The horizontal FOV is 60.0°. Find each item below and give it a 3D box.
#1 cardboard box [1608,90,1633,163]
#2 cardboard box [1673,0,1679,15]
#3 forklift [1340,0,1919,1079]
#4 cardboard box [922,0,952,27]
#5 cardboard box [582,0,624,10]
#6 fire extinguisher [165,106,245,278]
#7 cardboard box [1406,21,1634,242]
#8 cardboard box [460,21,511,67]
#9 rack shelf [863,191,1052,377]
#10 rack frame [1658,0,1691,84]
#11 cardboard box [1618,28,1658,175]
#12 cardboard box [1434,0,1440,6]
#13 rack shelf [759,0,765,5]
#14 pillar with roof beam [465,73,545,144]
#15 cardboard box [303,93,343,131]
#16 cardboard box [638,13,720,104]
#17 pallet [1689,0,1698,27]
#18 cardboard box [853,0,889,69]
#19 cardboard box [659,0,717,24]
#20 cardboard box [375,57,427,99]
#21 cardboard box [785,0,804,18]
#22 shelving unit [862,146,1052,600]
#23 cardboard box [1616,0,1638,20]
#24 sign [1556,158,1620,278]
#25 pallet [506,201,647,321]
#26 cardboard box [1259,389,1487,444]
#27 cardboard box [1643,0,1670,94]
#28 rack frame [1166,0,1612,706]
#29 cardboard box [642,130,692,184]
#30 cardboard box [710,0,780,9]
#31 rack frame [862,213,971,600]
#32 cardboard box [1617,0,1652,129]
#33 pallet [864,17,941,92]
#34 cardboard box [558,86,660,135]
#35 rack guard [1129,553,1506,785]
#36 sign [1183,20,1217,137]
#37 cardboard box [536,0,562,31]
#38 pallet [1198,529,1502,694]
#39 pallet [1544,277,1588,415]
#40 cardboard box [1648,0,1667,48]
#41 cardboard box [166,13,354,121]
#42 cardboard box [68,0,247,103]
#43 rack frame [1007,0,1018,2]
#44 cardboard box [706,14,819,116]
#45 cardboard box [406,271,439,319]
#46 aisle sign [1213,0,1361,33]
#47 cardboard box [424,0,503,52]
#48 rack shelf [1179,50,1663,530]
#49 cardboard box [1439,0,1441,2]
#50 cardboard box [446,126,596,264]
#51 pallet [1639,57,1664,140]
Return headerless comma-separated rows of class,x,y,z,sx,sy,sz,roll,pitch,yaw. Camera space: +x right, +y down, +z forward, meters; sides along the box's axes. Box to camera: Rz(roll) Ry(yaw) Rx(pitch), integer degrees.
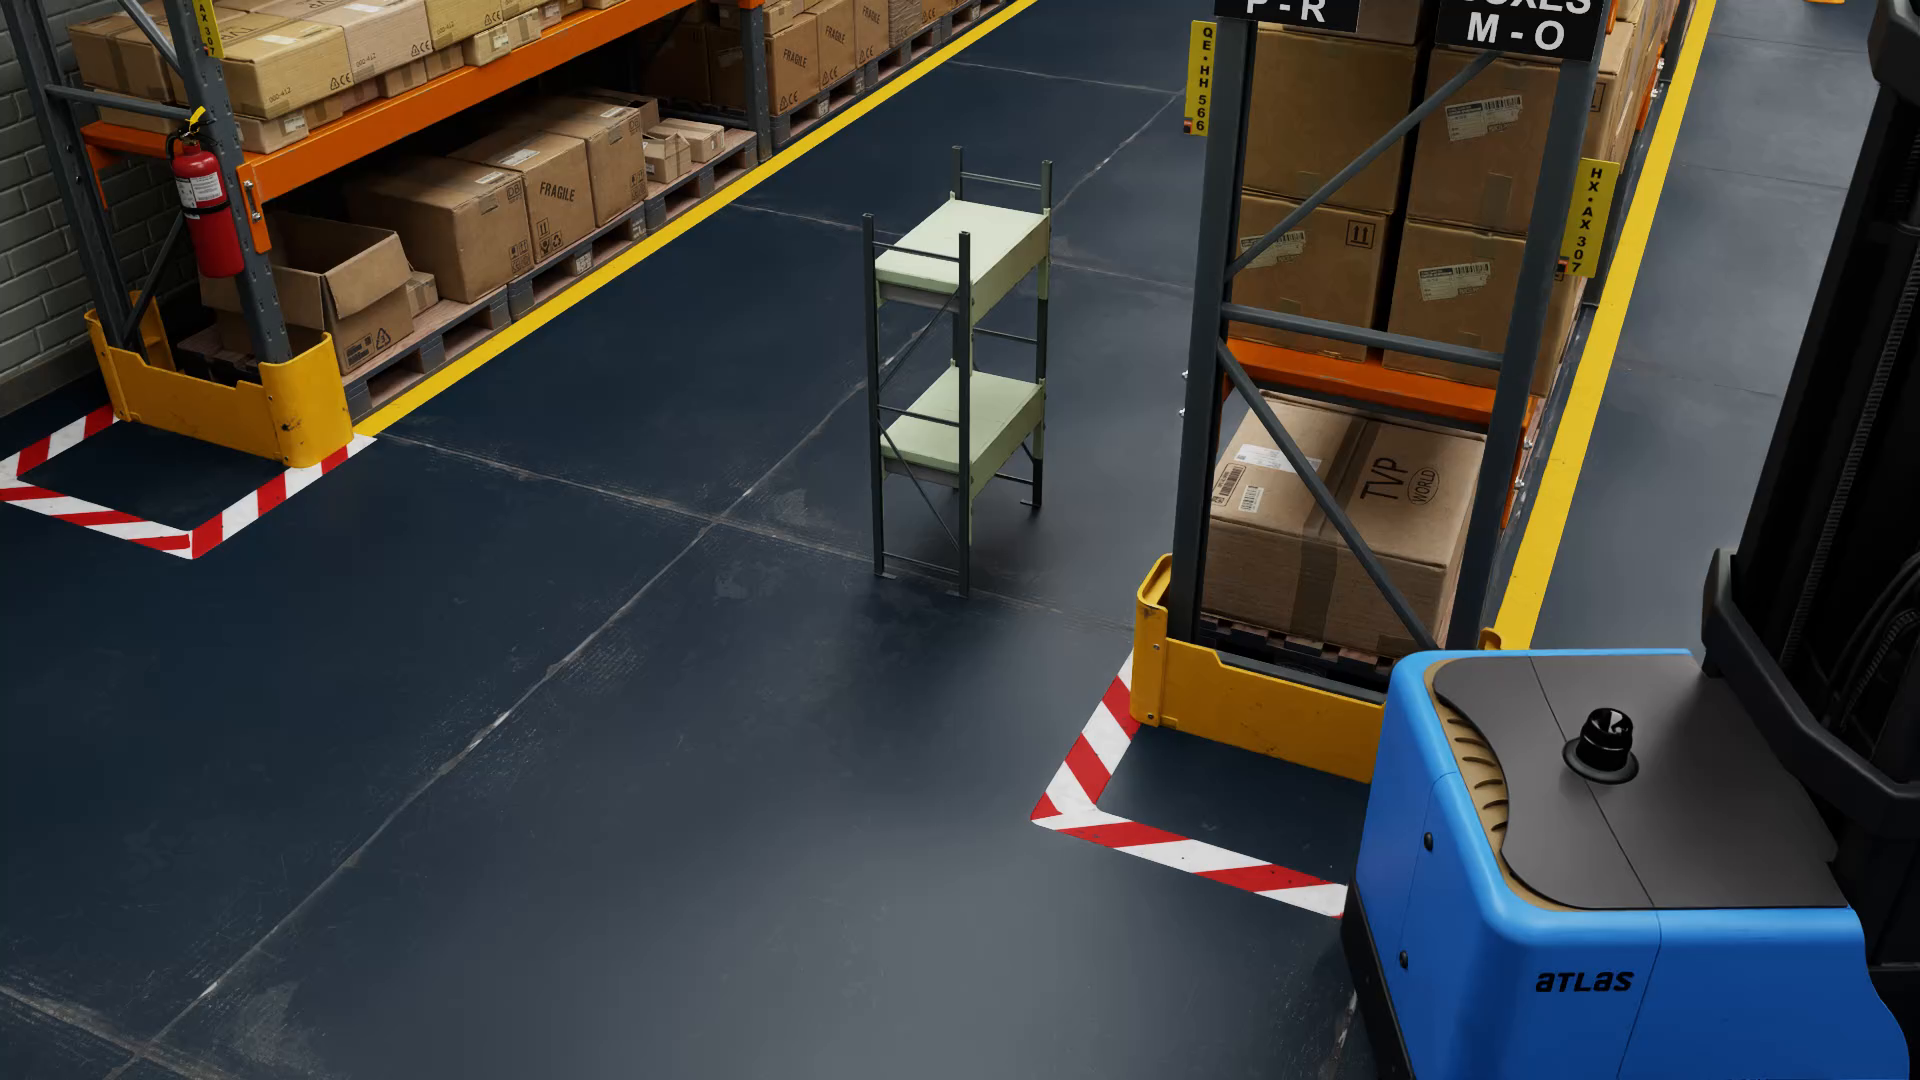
cardboard box,2.061,-1.320,5.937,0.500,0.500,0.500,14,36,20
cardboard box,3.497,-2.944,8.641,0.500,0.250,0.500,13,36,19
forklift,2.632,0.210,3.756,3.031,2.935,1.130,-1,33,-1
cardboard box,-0.396,-4.081,12.135,0.500,0.500,0.500,16,36,23
cardboard box,-1.948,-2.877,8.631,0.380,0.149,0.250,14,36,20
fire extinguisher,-2.967,-1.367,6.510,0.296,0.674,0.183,14,36,20
cardboard box,1.644,-1.231,4.889,0.500,0.500,0.500,13,36,19
cardboard box,-2.355,-2.360,7.843,0.380,0.149,0.250,13,35,19
rack shelf,0.003,-0.957,6.130,0.431,0.370,0.720,14,36,20
rack frame,4.531,-4.582,11.002,1.000,3.000,0.127,14,36,20
cardboard box,2.489,-1.831,6.715,0.500,0.500,0.500,14,36,20
cardboard box,1.237,-1.686,4.990,0.380,0.149,0.250,15,36,21
rack shelf,-0.815,-4.422,11.414,1.077,0.370,4.000,14,36,20
pillar with roof beam,1.148,-5.108,6.333,9.100,9.000,0.400,14,36,20
cardboard box,-2.874,-1.868,7.092,0.380,0.149,0.250,15,36,22
cardboard box,-1.715,-3.169,10.745,0.500,0.500,0.500,14,36,20
pallet,5.371,-4.410,13.283,1.003,0.211,1.213,14,36,20
cardboard box,-0.819,-3.561,11.342,0.500,0.500,0.500,13,35,19
cardboard box,-1.760,-3.378,10.471,0.380,0.149,0.250,13,35,19
cardboard box,-2.635,-2.118,7.474,0.380,0.149,0.250,15,36,22
cardboard box,-1.215,-3.402,10.507,0.380,0.149,0.250,13,35,19
shelving unit,0.003,-0.631,6.344,0.431,1.500,0.755,14,36,20
cardboard box,1.842,-1.692,5.001,0.380,0.149,0.250,15,36,22
sign,1.686,-0.863,4.468,0.100,0.325,0.005,14,36,20
pallet,-2.449,-1.609,9.011,1.003,0.211,1.213,14,36,20
cardboard box,1.745,-0.511,6.748,0.875,0.438,0.875,15,36,22
cardboard box,2.896,-2.342,7.495,0.500,0.500,0.500,15,36,21
rack frame,1.184,-0.598,4.926,1.000,3.000,0.127,14,36,20
cardboard box,-1.768,-2.236,9.535,0.396,0.266,0.258,15,36,22
cardboard box,-1.315,-3.384,10.209,0.380,0.149,0.250,14,36,20
rack frame,-0.150,-0.448,6.066,0.400,1.500,0.023,14,36,20
cardboard box,2.062,-1.748,5.678,0.500,0.500,0.500,14,36,20
pallet,-0.837,-3.584,12.024,1.003,0.211,1.213,14,36,20
cardboard box,-2.143,-2.503,9.901,0.500,0.311,0.500,15,36,22
rack guard,1.174,0.460,5.593,1.175,0.500,0.348,14,36,20
sign,0.697,-1.312,4.744,0.100,0.325,0.005,14,36,20
cardboard box,-2.218,-2.640,8.271,0.380,0.149,0.250,14,36,20
pallet,1.448,0.152,6.325,1.003,0.211,1.213,14,36,20
pallet,2.469,-1.063,8.179,1.003,0.211,1.213,14,36,20
cardboard box,2.487,-2.245,6.435,0.500,0.500,0.500,15,36,21
cardboard box,-2.891,-1.960,6.870,0.500,0.250,0.500,14,36,21
cardboard box,-3.374,-2.086,7.062,0.500,0.250,0.500,15,36,22
rack frame,0.021,-5.719,12.736,1.000,3.000,0.127,14,36,20
cardboard box,-1.245,-3.046,10.557,0.500,0.500,0.500,16,36,23
cardboard box,-2.771,-1.204,8.067,0.380,0.149,0.250,13,35,19
aisle sign,0.873,-1.720,4.267,0.394,0.787,0.004,14,36,20
cardboard box,-2.471,-2.465,7.639,0.500,0.250,0.500,13,36,20
rack shelf,2.021,-1.293,6.642,1.077,0.370,4.000,14,36,20
cardboard box,1.362,-1.619,5.481,0.500,0.500,0.500,14,36,21
cardboard box,-2.279,-1.805,8.664,0.500,0.500,0.500,15,36,21
pallet,4.133,-3.041,11.195,1.003,0.211,1.213,14,36,20
